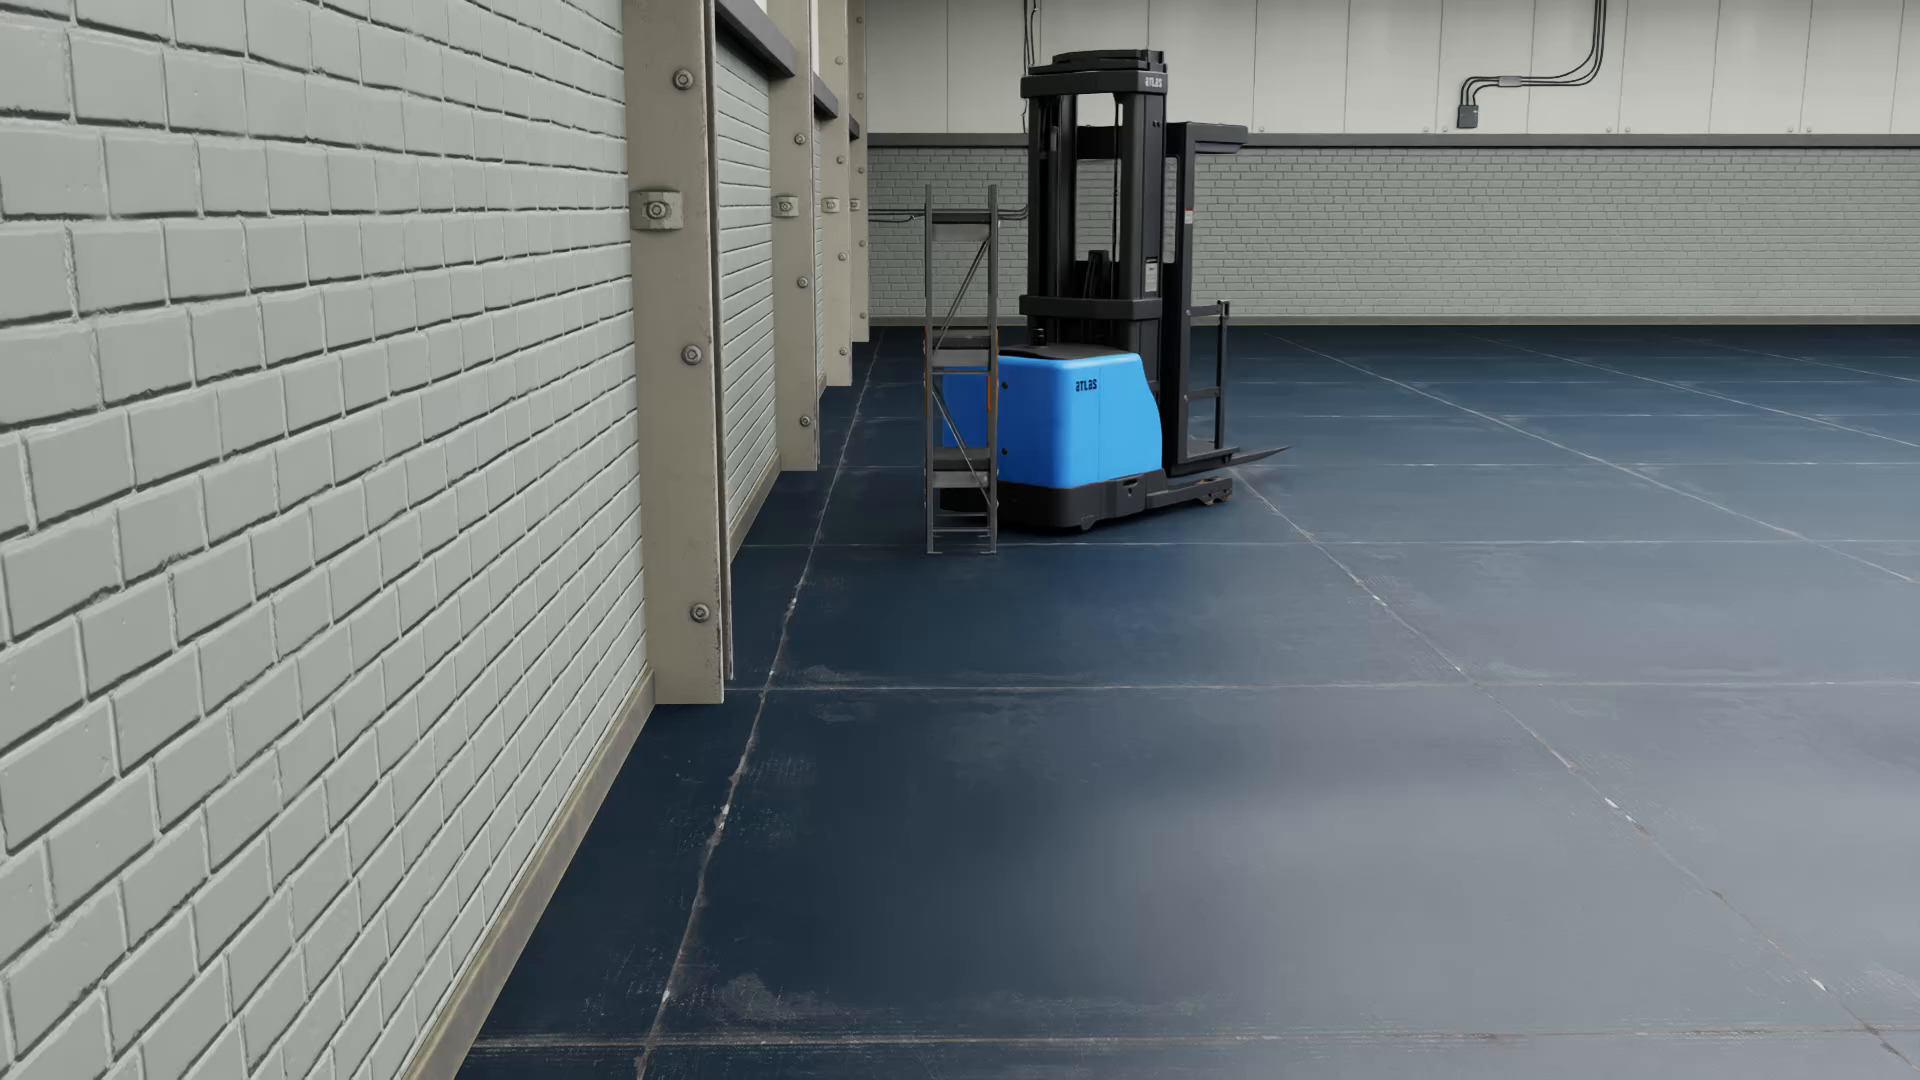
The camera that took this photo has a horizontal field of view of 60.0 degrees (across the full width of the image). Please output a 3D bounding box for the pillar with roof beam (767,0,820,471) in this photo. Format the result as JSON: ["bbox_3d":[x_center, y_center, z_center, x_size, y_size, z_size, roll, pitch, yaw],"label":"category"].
[{"bbox_3d":[3.053,-4.993,12.039,9.100,9.000,0.400,0,11,-1],"label":"pillar with roof beam"}]

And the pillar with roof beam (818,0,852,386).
[{"bbox_3d":[2.929,-6.186,17.918,9.100,9.000,0.400,0,11,-1],"label":"pillar with roof beam"}]

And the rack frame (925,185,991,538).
[{"bbox_3d":[-0.002,-1.045,9.927,0.400,2.100,0.015,0,11,-1],"label":"rack frame"}]

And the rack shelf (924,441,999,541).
[{"bbox_3d":[0.003,-0.297,9.830,0.431,0.518,0.480,0,11,-1],"label":"rack shelf"}]

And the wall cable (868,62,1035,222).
[{"bbox_3d":[-0.238,-6.430,26.931,3.097,2.526,0.112,0,11,-1],"label":"wall cable"}]

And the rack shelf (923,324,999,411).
[{"bbox_3d":[0.003,-0.983,9.691,0.431,0.518,0.480,0,11,-1],"label":"rack shelf"}]

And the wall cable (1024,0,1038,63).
[{"bbox_3d":[2.467,-8.916,26.484,3.097,2.526,0.112,0,11,-1],"label":"wall cable"}]

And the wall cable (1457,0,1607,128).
[{"bbox_3d":[9.254,-9.655,26.461,2.305,6.003,0.169,0,11,-1],"label":"wall cable"}]

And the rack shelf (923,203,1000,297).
[{"bbox_3d":[0.003,-1.669,9.552,0.431,0.518,0.480,0,11,-1],"label":"rack shelf"}]

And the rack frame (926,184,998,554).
[{"bbox_3d":[0.008,-0.948,9.449,0.400,2.100,0.015,0,11,-1],"label":"rack frame"}]

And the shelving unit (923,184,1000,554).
[{"bbox_3d":[0.003,-0.996,9.688,0.431,2.100,0.503,0,11,-1],"label":"shelving unit"}]

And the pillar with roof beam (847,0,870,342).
[{"bbox_3d":[2.805,-7.379,23.797,9.100,9.000,0.400,0,11,-1],"label":"pillar with roof beam"}]

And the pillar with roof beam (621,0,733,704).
[{"bbox_3d":[3.177,-3.801,6.160,9.100,9.000,0.400,0,11,-1],"label":"pillar with roof beam"}]

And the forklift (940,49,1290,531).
[{"bbox_3d":[1.214,-1.728,11.207,1.130,2.935,3.031,10,15,40],"label":"forklift"}]
